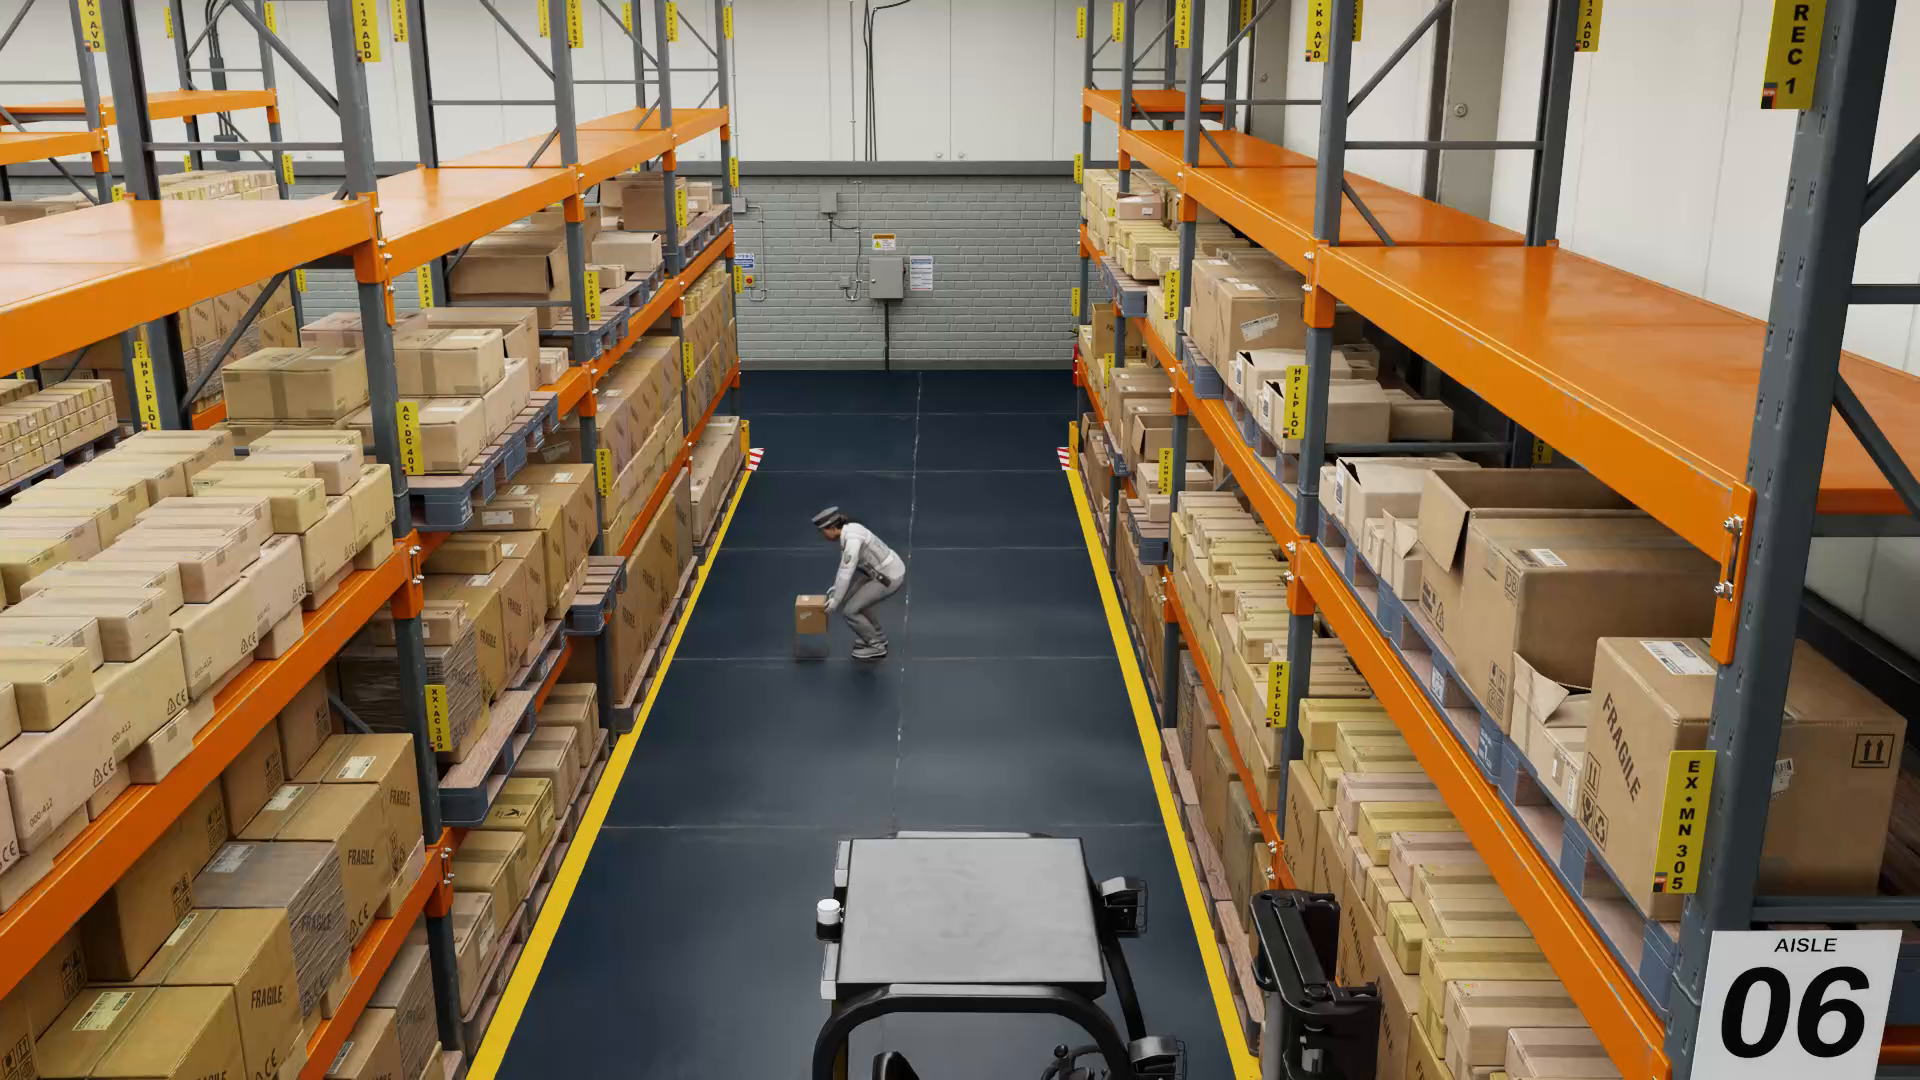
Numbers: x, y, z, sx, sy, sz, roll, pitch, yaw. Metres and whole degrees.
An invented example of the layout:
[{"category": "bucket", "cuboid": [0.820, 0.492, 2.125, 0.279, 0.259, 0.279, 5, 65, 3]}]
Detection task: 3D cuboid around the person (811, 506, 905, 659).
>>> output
[{"category": "person", "cuboid": [-0.829, 0.336, 13.647, 0.761, 1.267, 0.532, 0, 17, 0]}]
